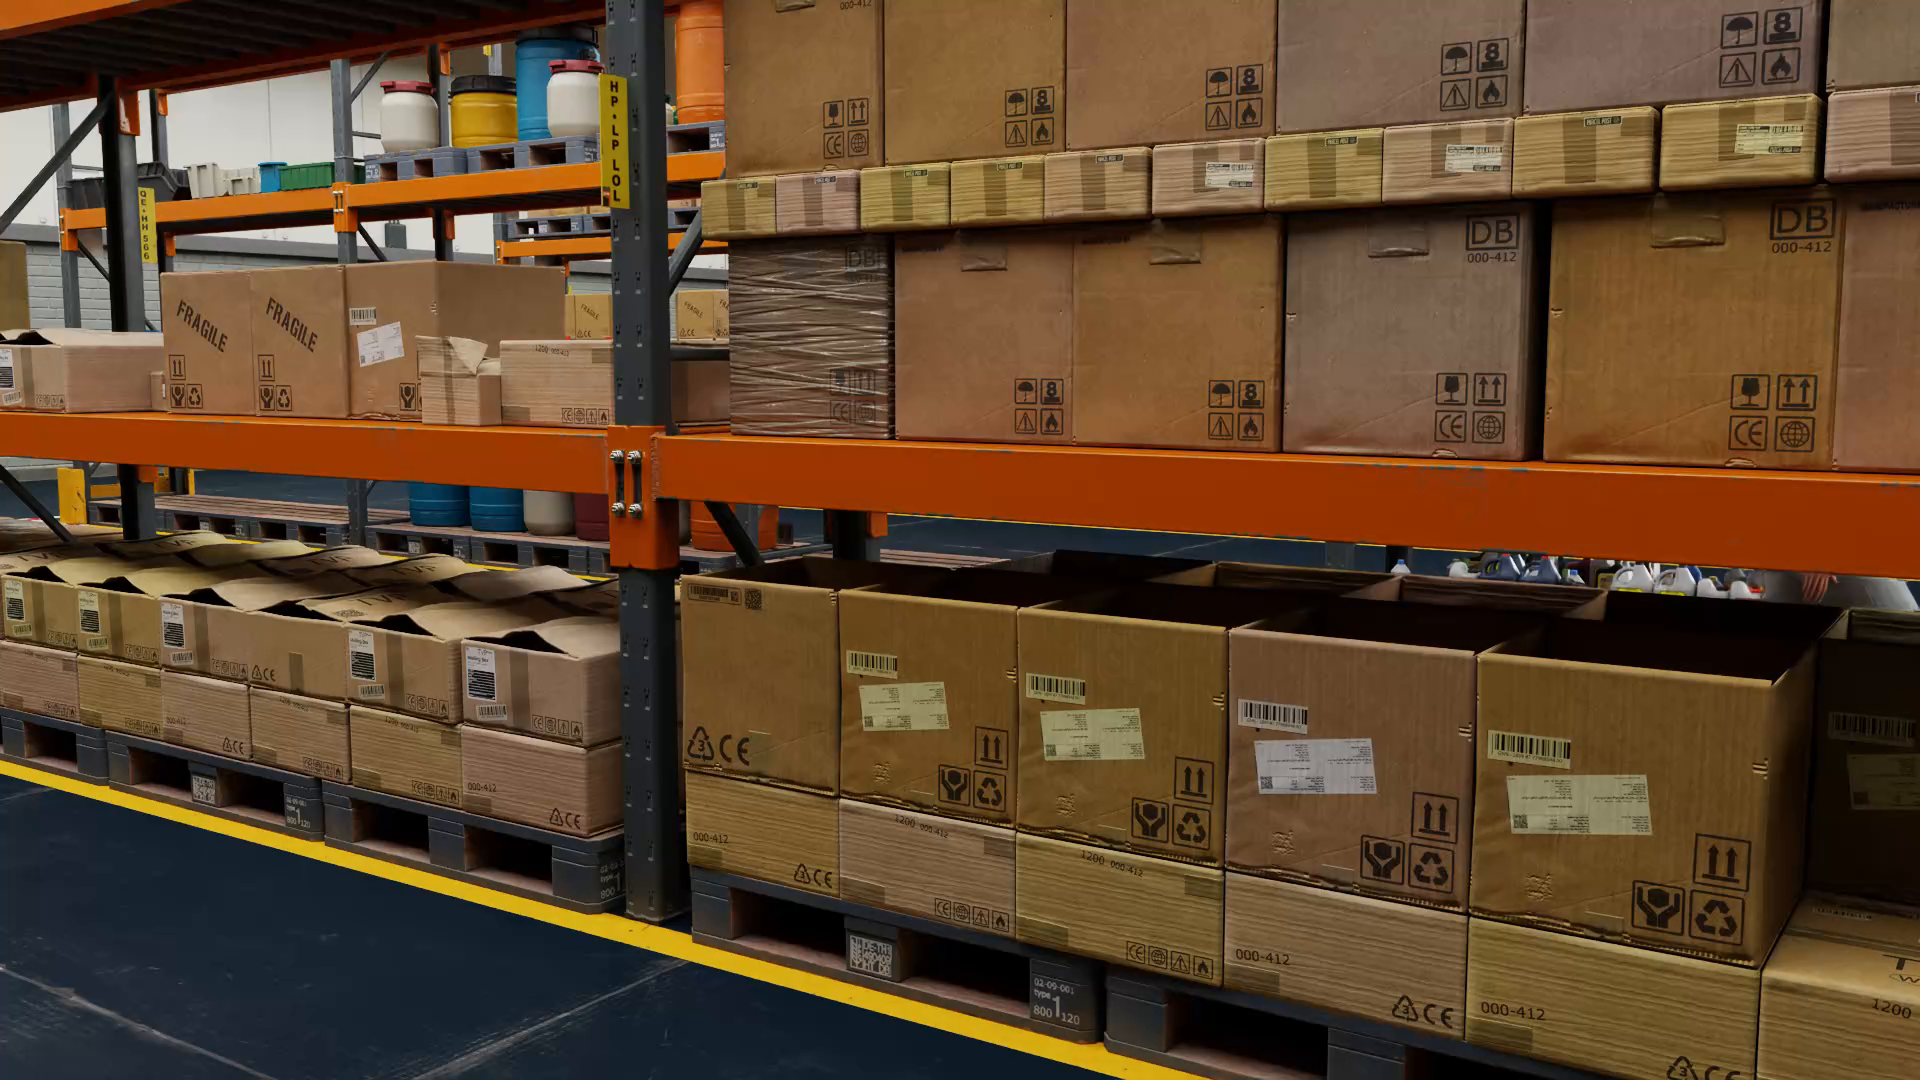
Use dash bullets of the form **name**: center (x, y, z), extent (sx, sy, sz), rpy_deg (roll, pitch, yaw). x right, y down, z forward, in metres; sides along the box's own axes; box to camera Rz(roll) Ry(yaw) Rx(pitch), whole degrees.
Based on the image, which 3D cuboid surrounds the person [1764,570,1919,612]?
- **person**: center (2.936, 0.021, 5.604), extent (0.512, 1.841, 0.576), rpy_deg (1, 6, 9)
